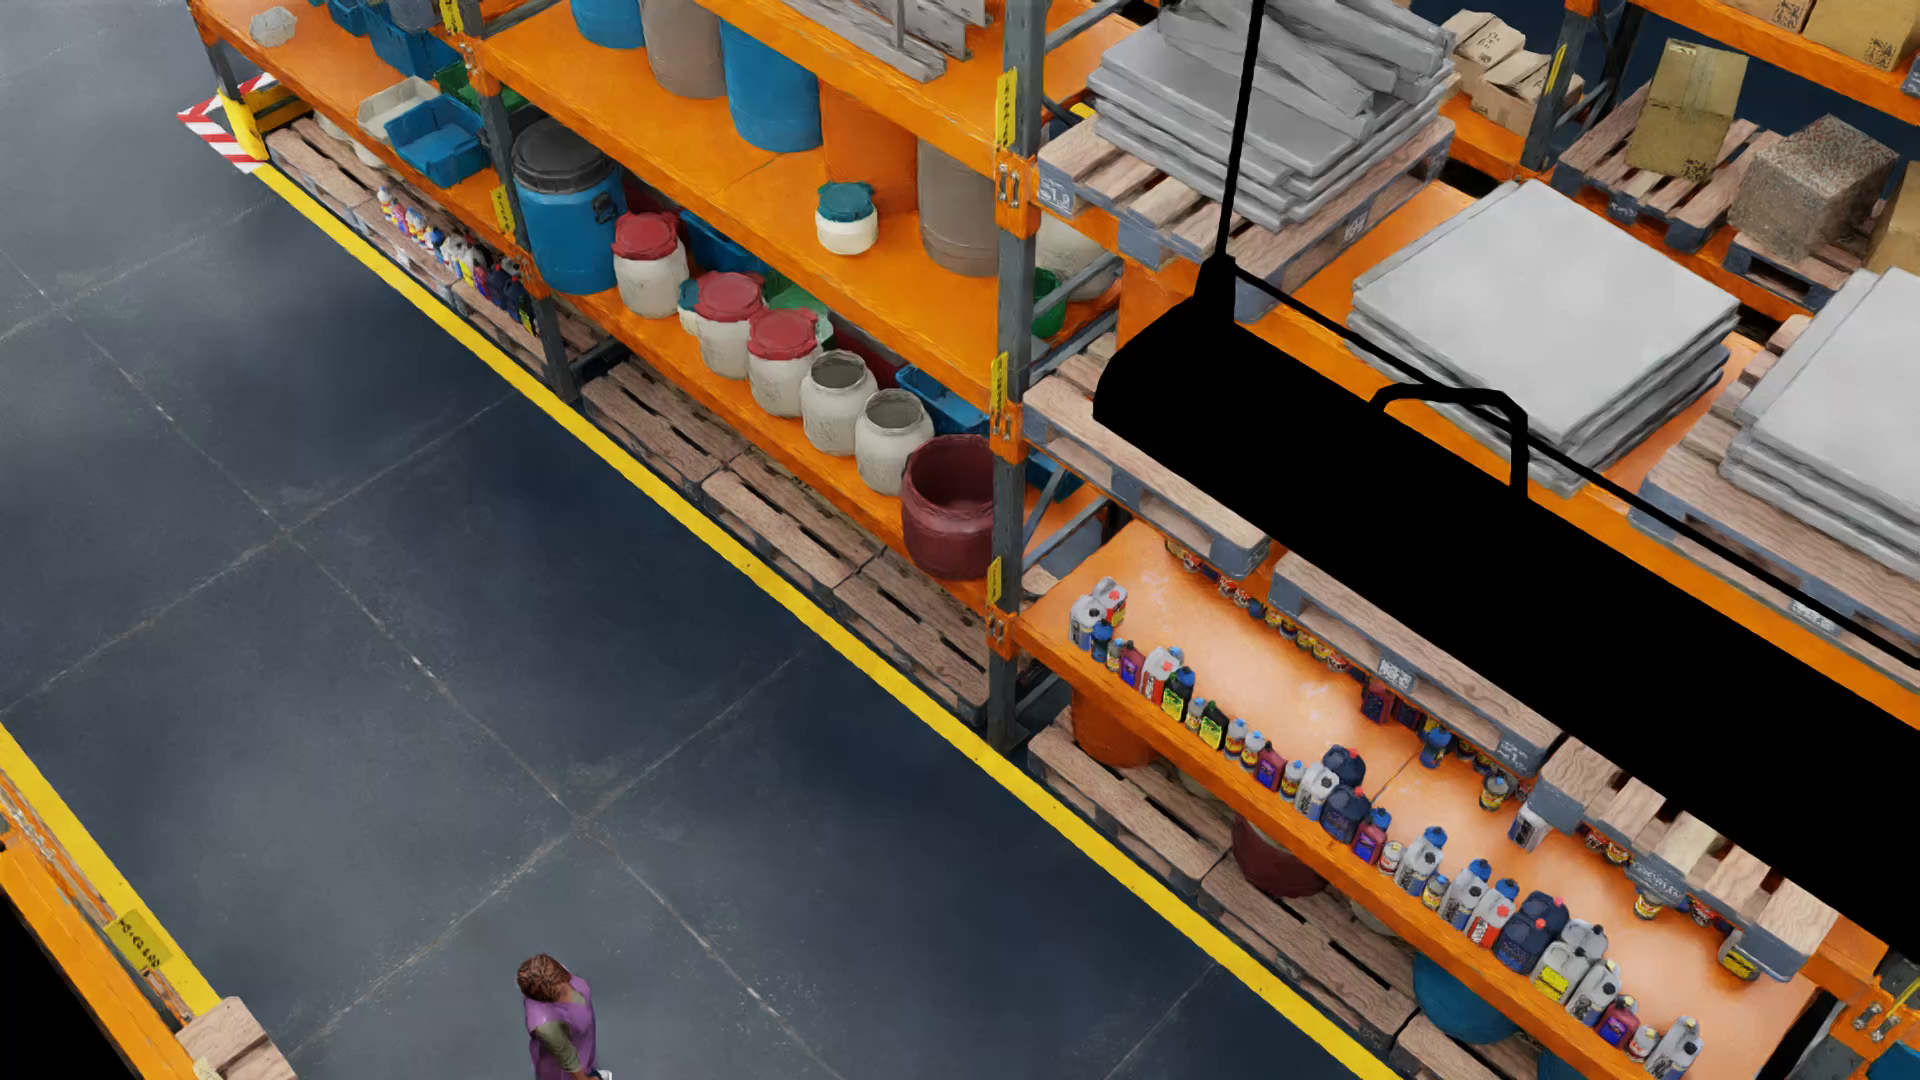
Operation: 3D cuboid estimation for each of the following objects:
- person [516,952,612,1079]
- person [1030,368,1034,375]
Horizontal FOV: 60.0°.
[{"bbox_3d":[-1.718,2.258,7.452,0.448,1.588,0.467,-12,51,-10],"label":"person"},{"bbox_3d":[0.233,-1.516,10.547,1.128,1.689,0.575,34,58,25],"label":"person"}]
